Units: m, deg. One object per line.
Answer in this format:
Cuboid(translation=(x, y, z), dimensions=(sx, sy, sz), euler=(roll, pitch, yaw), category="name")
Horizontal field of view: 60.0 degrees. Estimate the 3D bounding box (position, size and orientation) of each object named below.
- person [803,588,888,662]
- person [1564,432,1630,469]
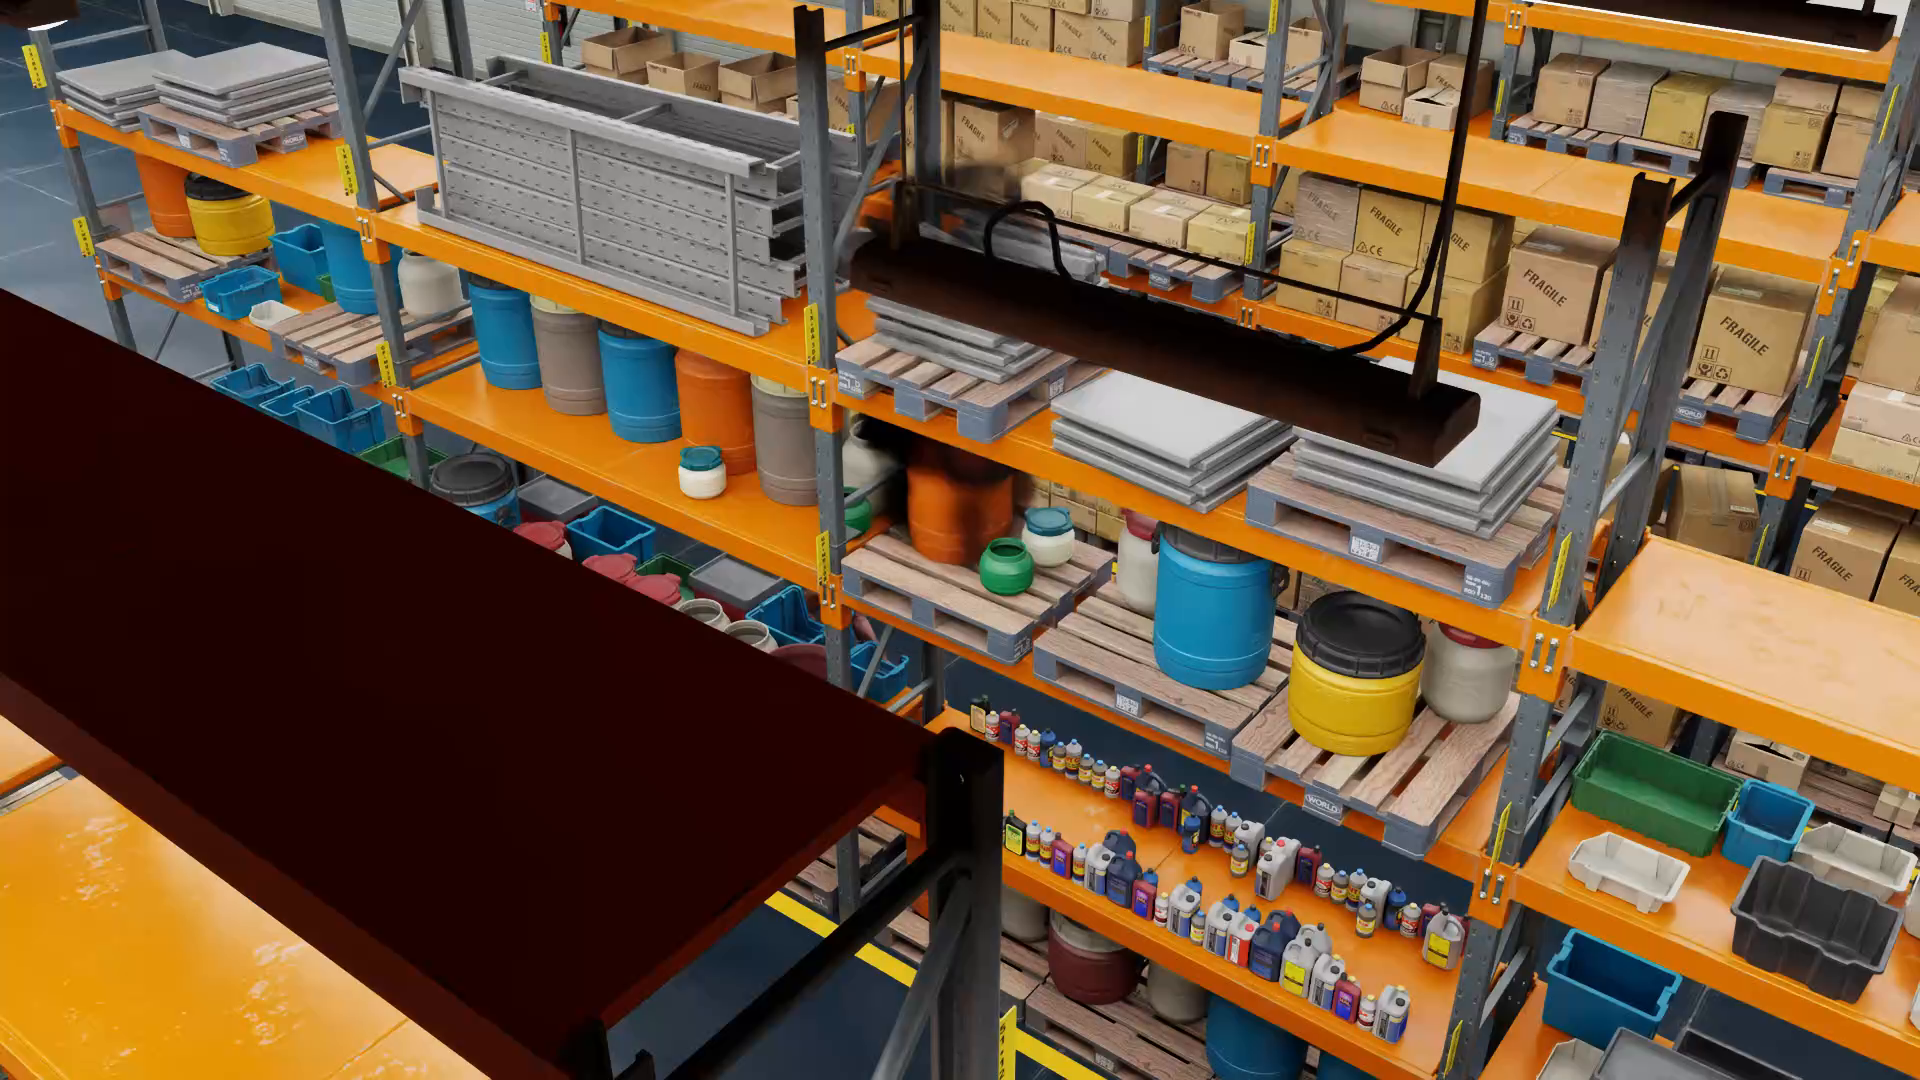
Cuboid(translation=(-1.001, 0.351, 13.166), dimensions=(0.924, 1.625, 0.574), euler=(15, 35, 23), category="person")
Cuboid(translation=(5.532, -0.319, 14.182), dimensions=(0.927, 1.669, 0.716), euler=(13, 34, 20), category="person")
